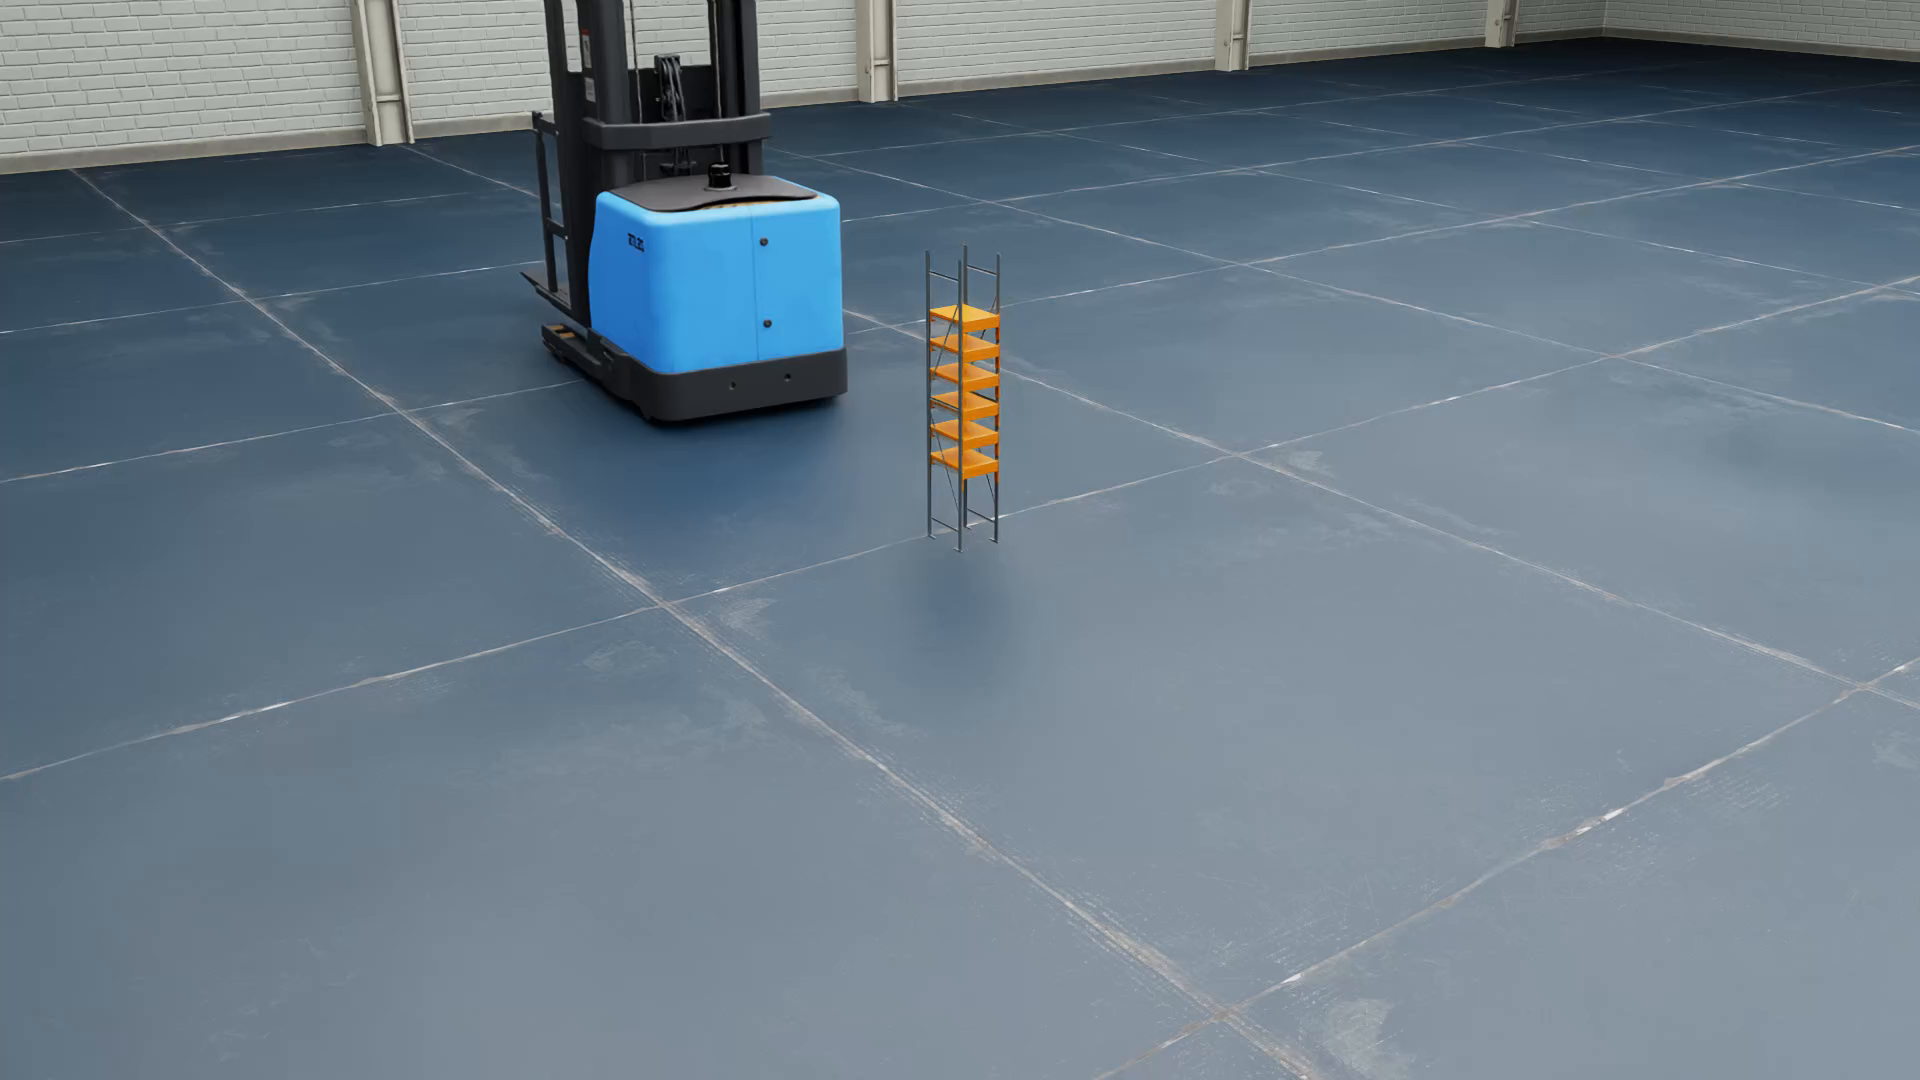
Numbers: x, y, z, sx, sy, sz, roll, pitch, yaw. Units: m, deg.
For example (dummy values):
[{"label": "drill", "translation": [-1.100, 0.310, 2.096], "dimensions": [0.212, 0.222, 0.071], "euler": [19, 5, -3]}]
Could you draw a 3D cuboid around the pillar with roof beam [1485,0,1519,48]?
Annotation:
[{"label": "pillar with roof beam", "translation": [11.245, -10.888, 22.040], "dimensions": [0.400, 9.000, 9.100], "euler": [-15, 26, -33]}]

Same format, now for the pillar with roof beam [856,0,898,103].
[{"label": "pillar with roof beam", "translation": [1.504, -8.291, 15.531], "dimensions": [0.400, 9.000, 9.100], "euler": [-15, 26, -33]}]

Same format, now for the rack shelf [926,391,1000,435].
[{"label": "rack shelf", "translation": [0.012, -0.519, 6.698], "dimensions": [0.180, 0.103, 0.258], "euler": [-15, 26, -33]}]

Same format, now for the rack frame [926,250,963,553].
[{"label": "rack frame", "translation": [-0.063, -0.541, 6.632], "dimensions": [0.006, 1.200, 0.240], "euler": [-15, 26, -33]}]

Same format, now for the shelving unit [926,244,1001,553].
[{"label": "shelving unit", "translation": [0.012, -0.560, 6.682], "dimensions": [0.189, 1.200, 0.258], "euler": [-15, 26, -33]}]

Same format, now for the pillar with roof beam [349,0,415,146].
[{"label": "pillar with roof beam", "translation": [-3.367, -6.992, 12.276], "dimensions": [0.400, 9.000, 9.100], "euler": [-15, 26, -33]}]

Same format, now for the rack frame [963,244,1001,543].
[{"label": "rack frame", "translation": [0.086, -0.580, 6.731], "dimensions": [0.006, 1.200, 0.240], "euler": [-15, 26, -33]}]

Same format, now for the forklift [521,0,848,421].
[{"label": "forklift", "translation": [-1.753, -2.447, 9.074], "dimensions": [1.130, 2.935, 3.031], "euler": [-12, 25, -28]}]

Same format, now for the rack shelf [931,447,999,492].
[{"label": "rack shelf", "translation": [0.012, -0.296, 6.787], "dimensions": [0.180, 0.103, 0.258], "euler": [-15, 26, -33]}]

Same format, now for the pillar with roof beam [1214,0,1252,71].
[{"label": "pillar with roof beam", "translation": [6.374, -9.589, 18.785], "dimensions": [0.400, 9.000, 9.100], "euler": [-15, 26, -33]}]

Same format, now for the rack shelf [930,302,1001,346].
[{"label": "rack shelf", "translation": [0.012, -0.853, 6.565], "dimensions": [0.180, 0.103, 0.258], "euler": [-15, 26, -33]}]

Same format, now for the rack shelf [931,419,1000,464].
[{"label": "rack shelf", "translation": [0.012, -0.408, 6.743], "dimensions": [0.180, 0.103, 0.258], "euler": [-15, 26, -33]}]

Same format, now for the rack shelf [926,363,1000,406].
[{"label": "rack shelf", "translation": [0.012, -0.631, 6.654], "dimensions": [0.180, 0.103, 0.258], "euler": [-15, 26, -33]}]

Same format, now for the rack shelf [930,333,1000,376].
[{"label": "rack shelf", "translation": [0.012, -0.742, 6.609], "dimensions": [0.180, 0.103, 0.258], "euler": [-15, 26, -33]}]
